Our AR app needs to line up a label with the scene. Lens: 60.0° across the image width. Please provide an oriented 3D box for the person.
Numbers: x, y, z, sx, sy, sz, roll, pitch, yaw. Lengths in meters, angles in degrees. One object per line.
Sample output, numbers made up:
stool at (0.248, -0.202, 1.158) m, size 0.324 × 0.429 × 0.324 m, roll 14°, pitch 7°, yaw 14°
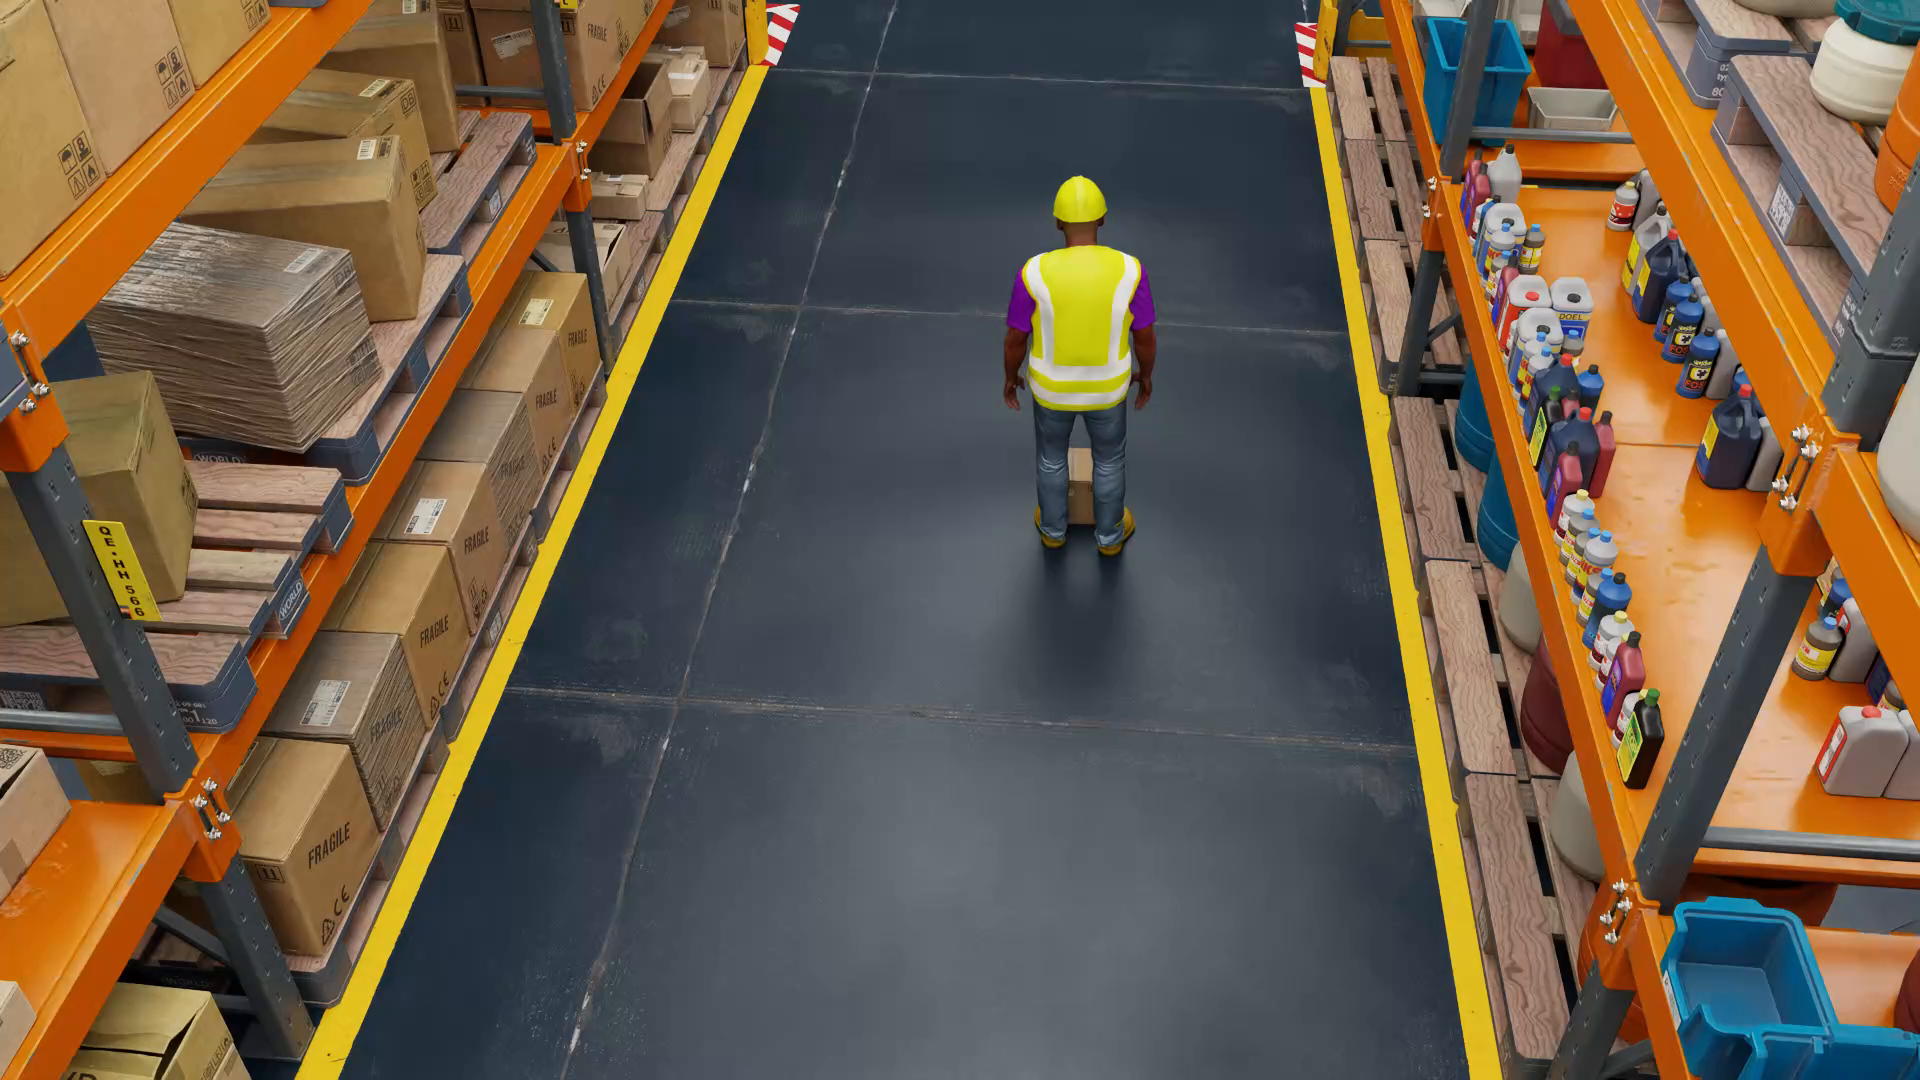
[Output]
person at (0.495, -0.682, 6.961) m, size 0.632 × 1.759 × 0.462 m, roll 1°, pitch 40°, yaw 1°
